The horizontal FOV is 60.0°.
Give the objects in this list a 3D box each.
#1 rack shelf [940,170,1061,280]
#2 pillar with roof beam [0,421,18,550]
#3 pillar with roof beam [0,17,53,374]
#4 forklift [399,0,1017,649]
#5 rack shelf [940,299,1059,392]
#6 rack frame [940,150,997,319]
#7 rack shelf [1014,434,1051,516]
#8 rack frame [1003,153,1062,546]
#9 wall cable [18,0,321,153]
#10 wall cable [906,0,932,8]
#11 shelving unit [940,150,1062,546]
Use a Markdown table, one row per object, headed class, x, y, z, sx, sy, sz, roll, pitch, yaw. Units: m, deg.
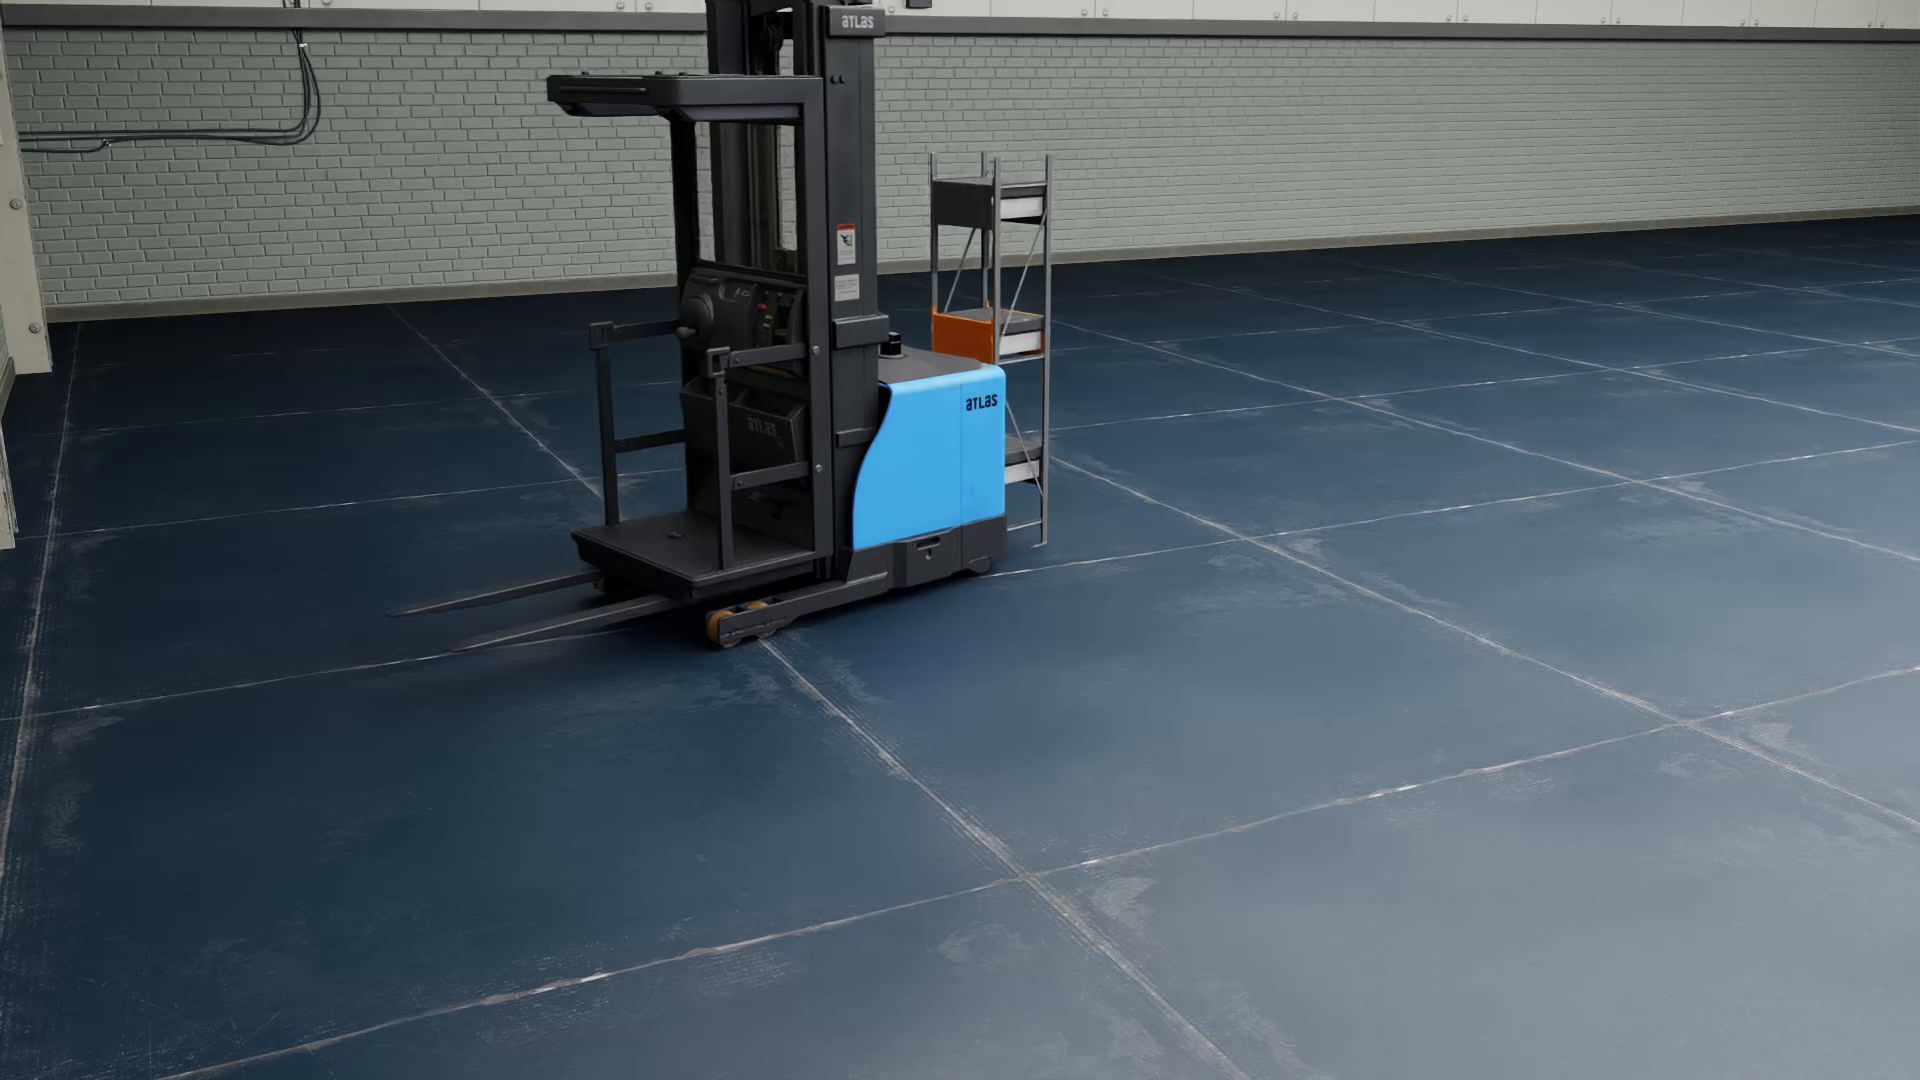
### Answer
| class | x | y | z | sx | sy | sz | roll | pitch | yaw |
| --- | --- | --- | --- | --- | --- | --- | --- | --- | --- |
| rack shelf | 0.211 | -1.669 | 8.771 | 0.431 | 0.518 | 0.480 | -14 | 21 | -40 |
| pillar with roof beam | -1.529 | -4.833 | 9.777 | 9.100 | 9.000 | 0.400 | -8 | 18 | -25 |
| pillar with roof beam | -4.158 | -6.321 | 14.962 | 9.100 | 9.000 | 0.400 | -8 | 18 | -25 |
| forklift | -1.137 | -1.096 | 7.755 | 3.031 | 2.935 | 1.130 | -14 | 21 | -40 |
| rack shelf | 0.211 | -0.996 | 8.964 | 0.431 | 0.518 | 0.480 | -14 | 21 | -40 |
| rack frame | 0.048 | -1.059 | 9.135 | 0.400 | 2.100 | 0.015 | -14 | 21 | -40 |
| rack shelf | 0.211 | -0.323 | 9.157 | 0.431 | 0.518 | 0.480 | -14 | 21 | -40 |
| rack frame | 0.374 | -0.959 | 8.786 | 0.400 | 2.100 | 0.015 | -14 | 21 | -40 |
| wall cable | -8.130 | -5.198 | 16.680 | 3.097 | 2.526 | 0.112 | -8 | 18 | -25 |
| wall cable | 0.411 | -9.469 | 19.766 | 2.305 | 6.003 | 0.169 | -8 | 18 | -25 |
| shelving unit | 0.211 | -1.009 | 8.960 | 0.431 | 2.100 | 0.503 | -14 | 21 | -40 |
